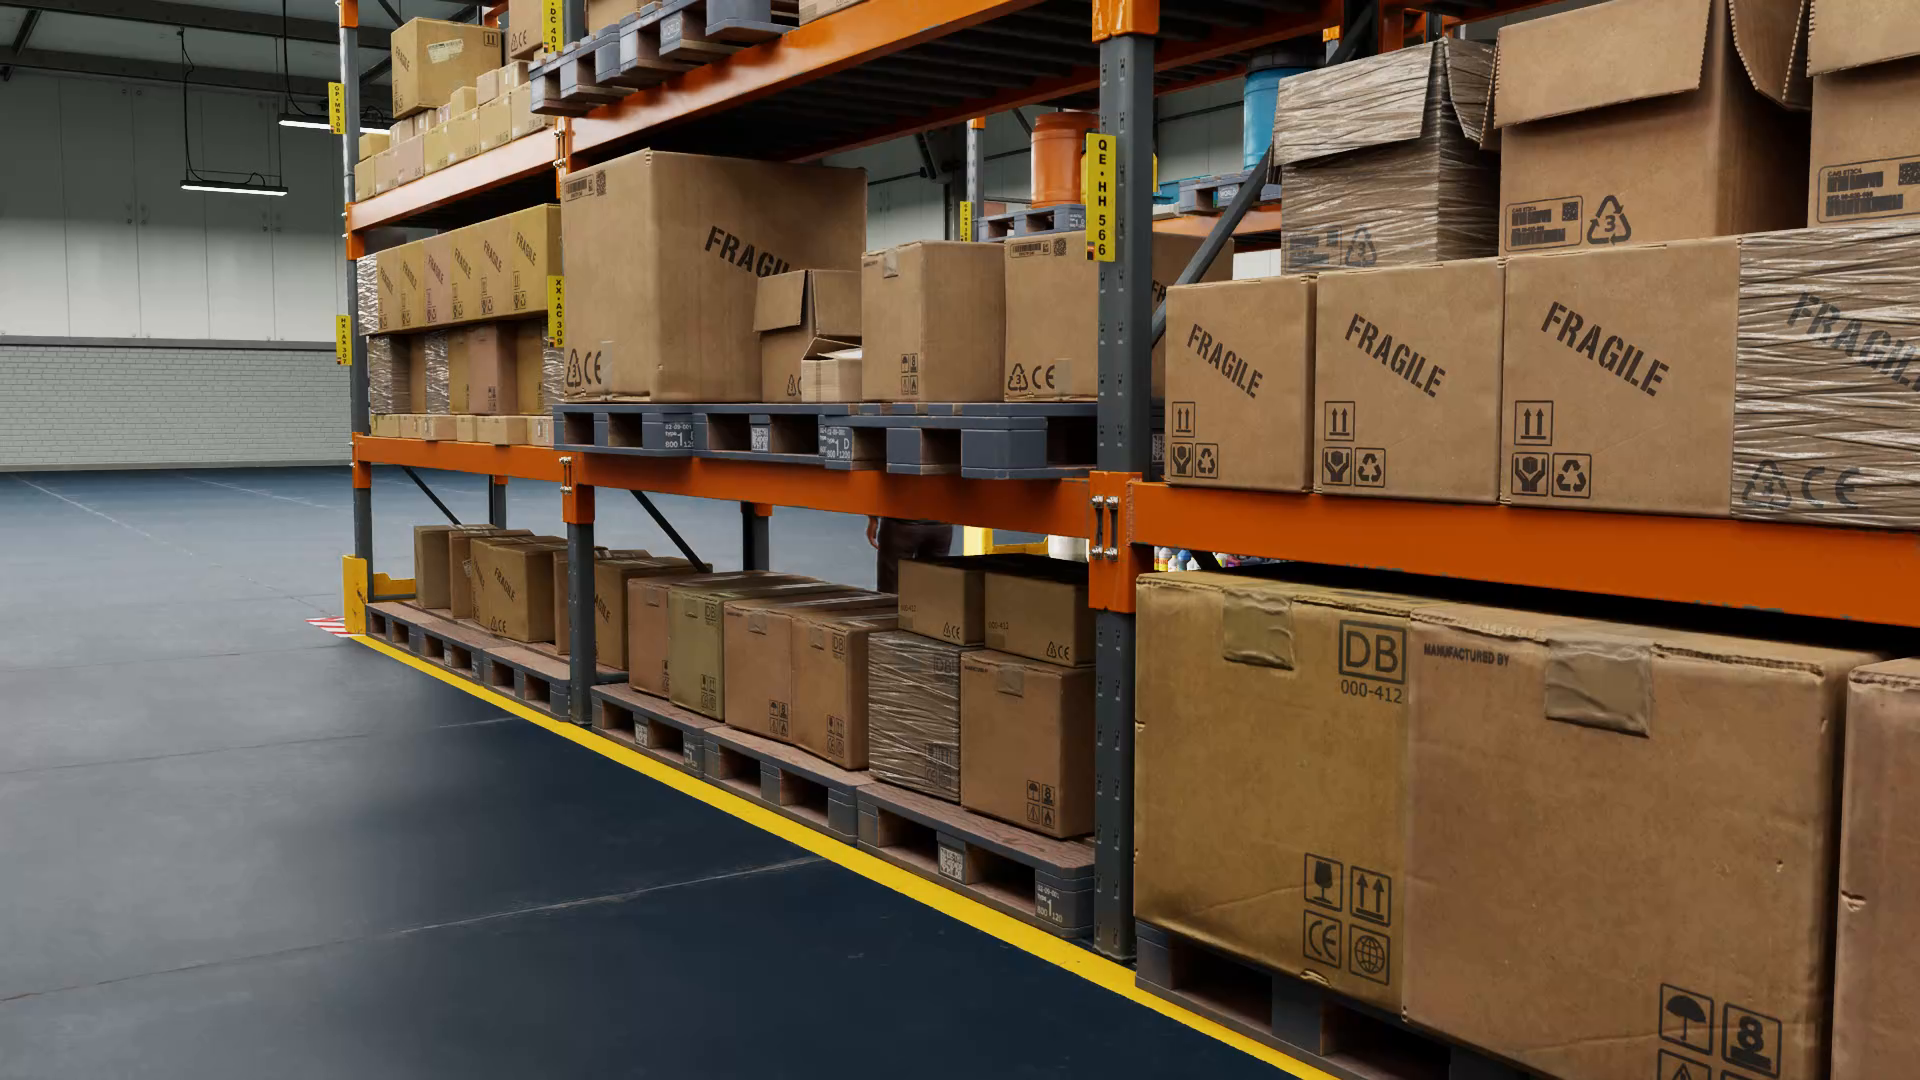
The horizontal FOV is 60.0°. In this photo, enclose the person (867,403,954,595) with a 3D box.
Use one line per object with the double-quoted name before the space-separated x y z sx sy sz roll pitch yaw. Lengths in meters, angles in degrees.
"person" -0.245 -0.090 9.078 0.578 1.720 0.419 -3 6 -35
